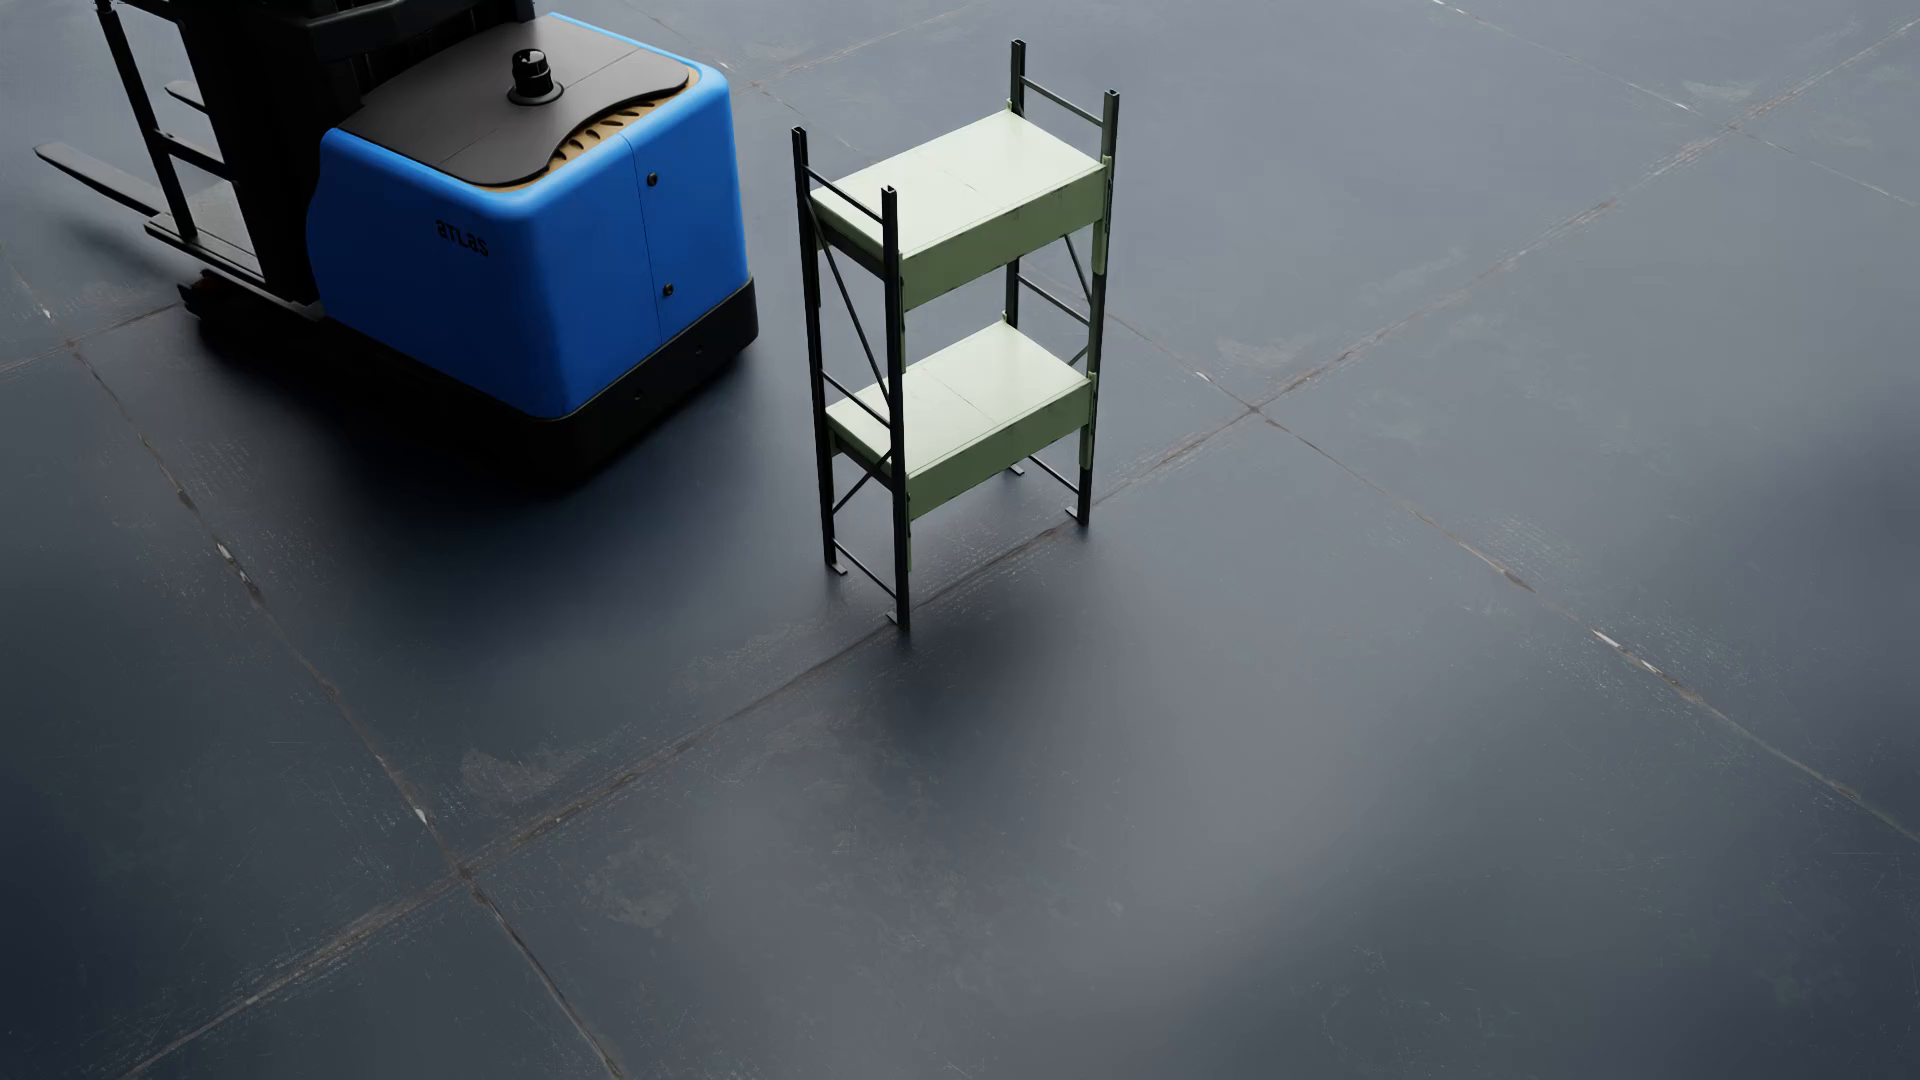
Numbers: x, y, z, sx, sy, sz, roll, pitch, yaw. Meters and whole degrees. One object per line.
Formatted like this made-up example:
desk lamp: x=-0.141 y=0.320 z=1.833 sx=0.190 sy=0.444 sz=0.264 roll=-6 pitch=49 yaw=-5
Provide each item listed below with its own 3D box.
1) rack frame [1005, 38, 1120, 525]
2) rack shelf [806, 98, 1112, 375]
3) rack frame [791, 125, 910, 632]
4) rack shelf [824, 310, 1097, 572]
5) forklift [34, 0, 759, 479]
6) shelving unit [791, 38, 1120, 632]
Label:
rack frame: x=0.276 y=-0.705 z=4.905 sx=0.023 sy=1.500 sz=0.400 roll=-30 pitch=51 yaw=-28
rack shelf: x=-0.005 y=-0.828 z=4.466 sx=0.720 sy=0.370 sz=0.431 roll=-30 pitch=51 yaw=-28
rack frame: x=-0.286 y=-0.383 z=4.562 sx=0.023 sy=1.500 sz=0.400 roll=-30 pitch=51 yaw=-28
rack shelf: x=-0.005 y=-0.306 z=4.957 sx=0.720 sy=0.370 sz=0.431 roll=-30 pitch=51 yaw=-28
forklift: x=-2.224 y=-2.062 z=5.304 sx=3.031 sy=2.935 sz=1.130 roll=25 pitch=49 yaw=24
shelving unit: x=-0.005 y=-0.544 z=4.733 sx=0.755 sy=1.500 sz=0.431 roll=-30 pitch=51 yaw=-28
